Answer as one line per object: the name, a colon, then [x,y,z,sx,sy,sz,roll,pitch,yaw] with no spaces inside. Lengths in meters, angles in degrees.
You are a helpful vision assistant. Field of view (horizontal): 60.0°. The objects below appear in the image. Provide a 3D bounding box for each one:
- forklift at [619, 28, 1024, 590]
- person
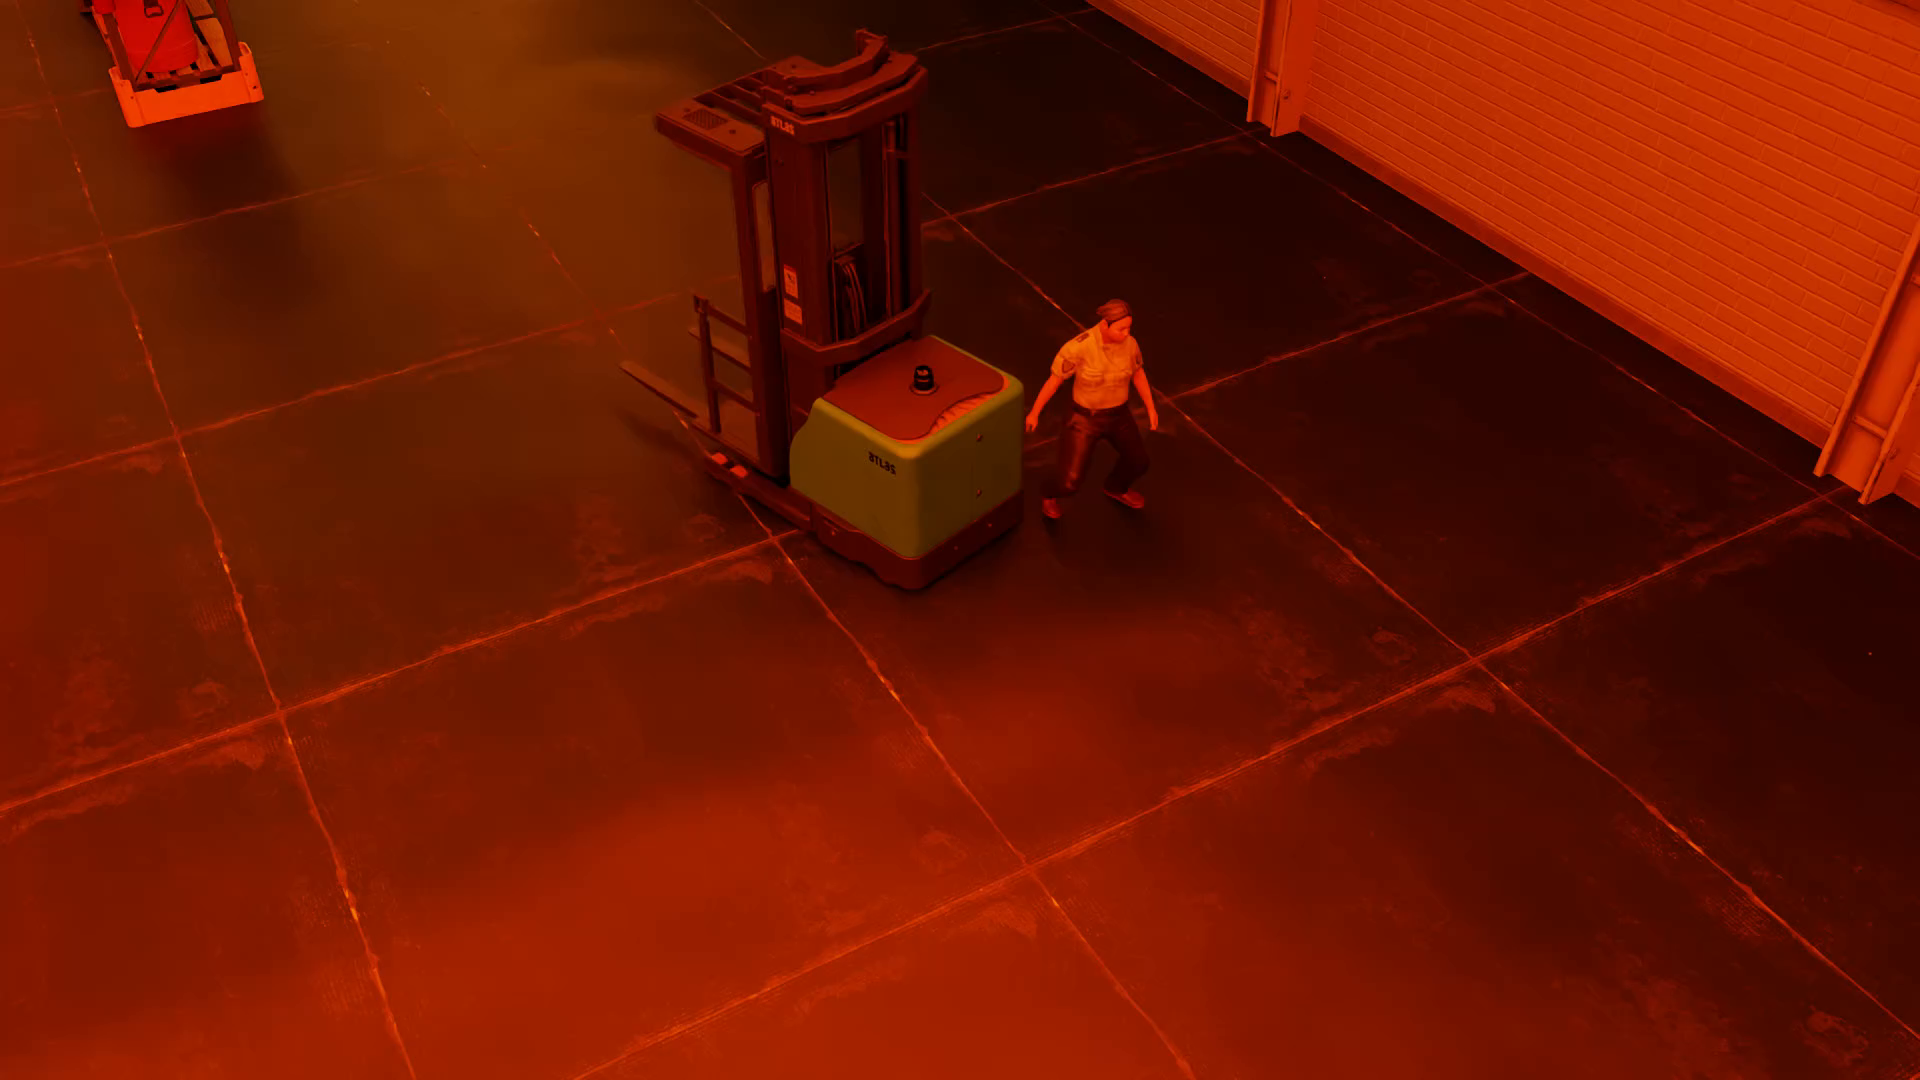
forklift: [-1.021,-1.656,10.033,3.031,2.935,1.130,31,49,32]
person: [0.796,-0.756,10.030,0.813,1.573,0.485,-12,41,-14]
